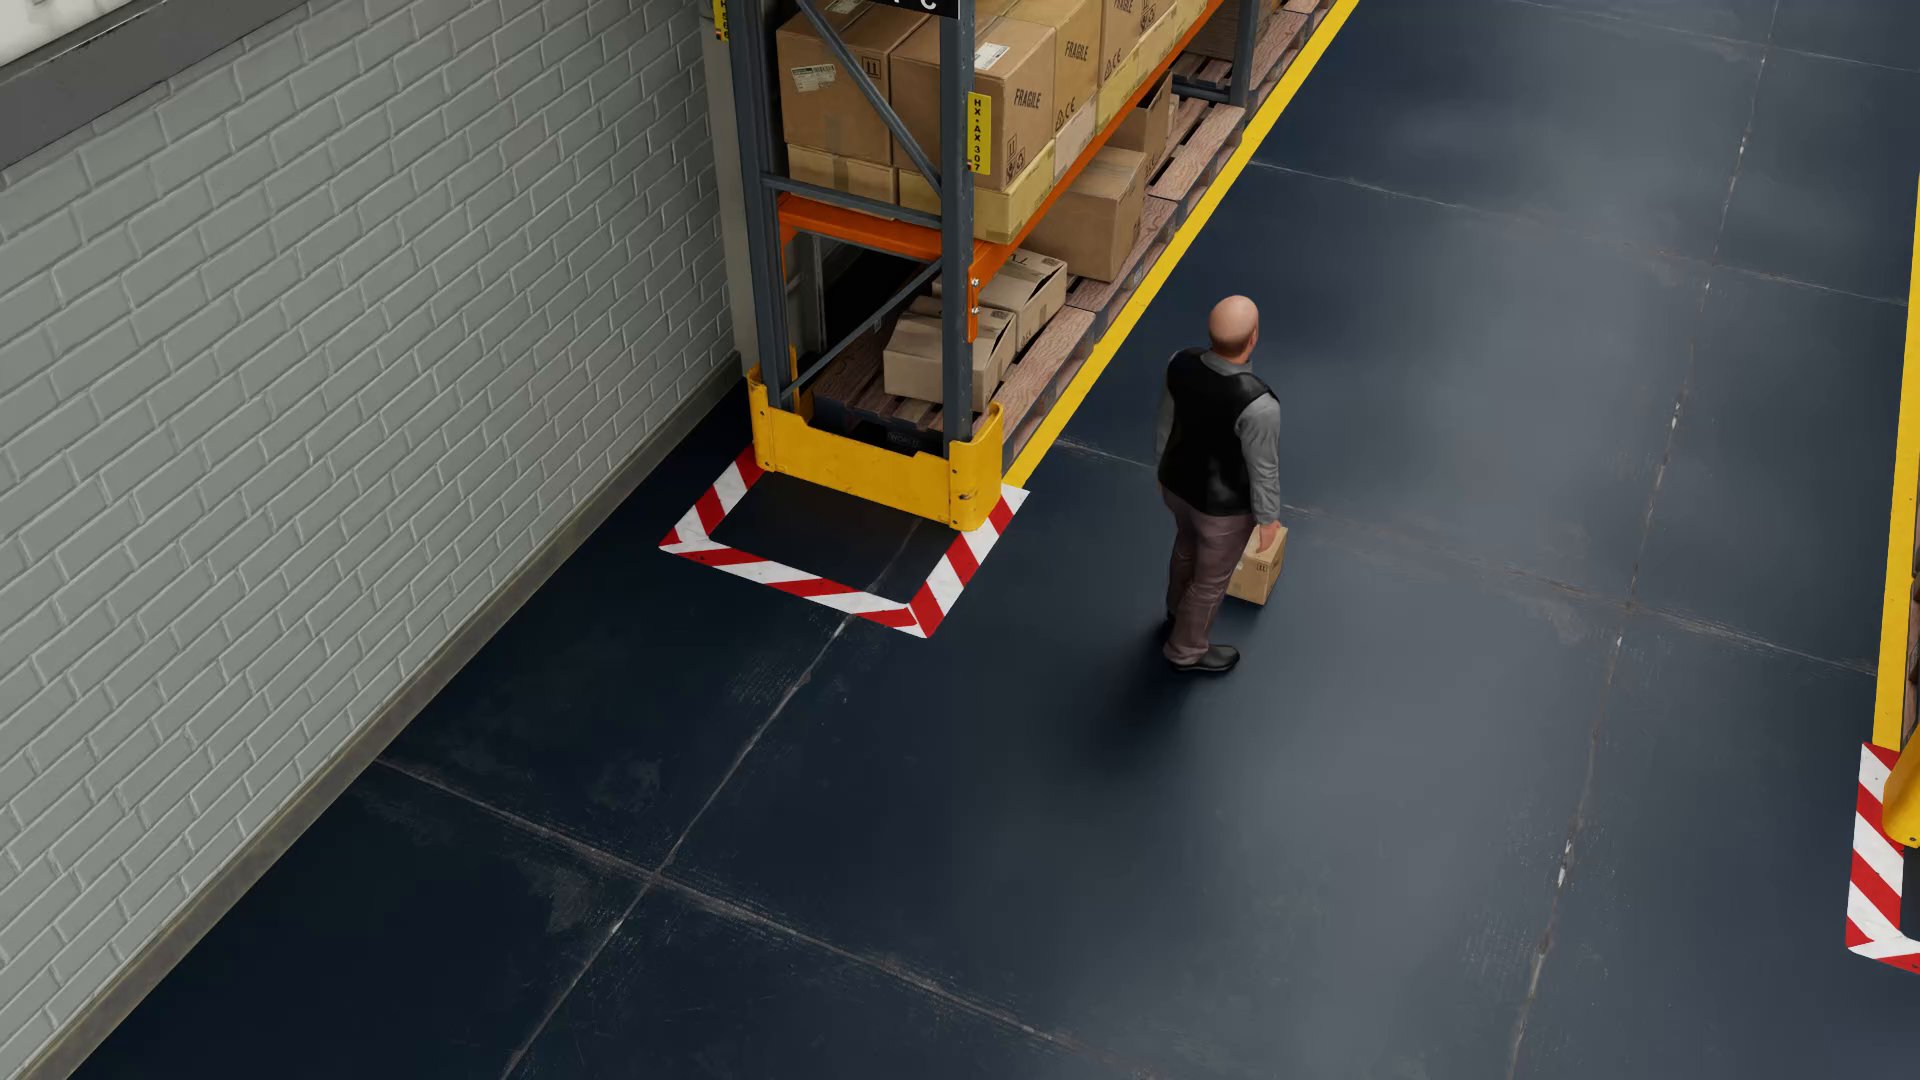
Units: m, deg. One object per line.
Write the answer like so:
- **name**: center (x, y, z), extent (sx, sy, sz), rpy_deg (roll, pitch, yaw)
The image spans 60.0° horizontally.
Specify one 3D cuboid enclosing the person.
- **person**: center (1.032, -0.187, 6.404), extent (0.496, 1.758, 0.583), rpy_deg (-25, 47, -25)
